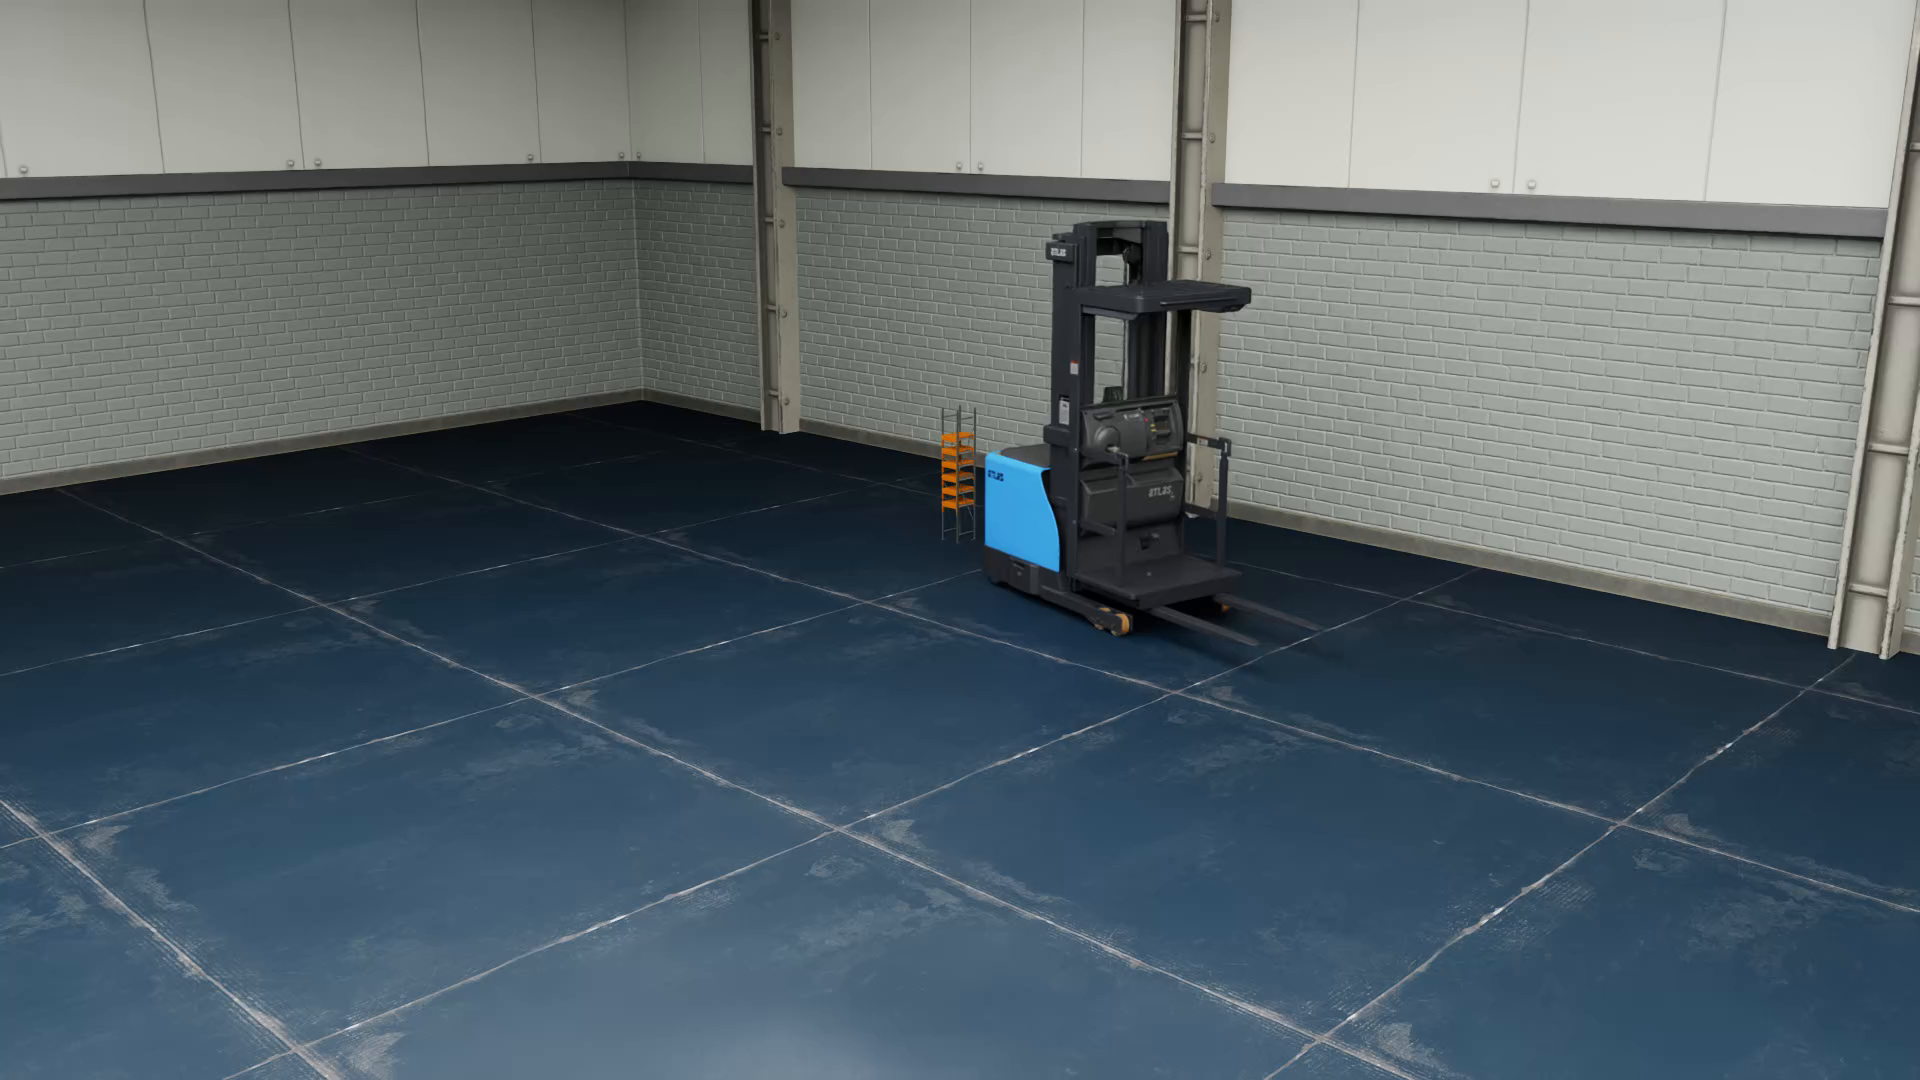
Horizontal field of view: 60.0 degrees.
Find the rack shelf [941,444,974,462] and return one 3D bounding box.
[{"bbox_3d":[-0.010,-0.772,14.741,0.180,0.103,0.258,14,20,42],"label":"rack shelf"}]

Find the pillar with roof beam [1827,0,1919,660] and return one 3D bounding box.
[{"bbox_3d":[3.500,-2.793,7.804,0.400,9.000,9.100,14,20,42],"label":"pillar with roof beam"}]

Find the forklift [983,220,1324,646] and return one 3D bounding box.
[{"bbox_3d":[1.428,-0.849,12.377,1.130,2.935,3.031,-10,17,-33],"label":"forklift"}]

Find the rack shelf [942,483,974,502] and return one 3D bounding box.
[{"bbox_3d":[-0.010,-0.424,14.832,0.180,0.103,0.258,14,20,42],"label":"rack shelf"}]

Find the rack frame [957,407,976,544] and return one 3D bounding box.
[{"bbox_3d":[0.055,-0.567,14.729,0.006,1.200,0.240,14,20,42],"label":"rack frame"}]

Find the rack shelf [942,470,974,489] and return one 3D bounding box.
[{"bbox_3d":[-0.010,-0.540,14.802,0.180,0.103,0.258,14,20,42],"label":"rack shelf"}]

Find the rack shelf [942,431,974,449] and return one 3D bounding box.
[{"bbox_3d":[-0.010,-0.889,14.711,0.180,0.103,0.258,14,20,42],"label":"rack shelf"}]

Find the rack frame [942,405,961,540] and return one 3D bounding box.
[{"bbox_3d":[-0.076,-0.599,14.852,0.006,1.200,0.240,14,20,42],"label":"rack frame"}]

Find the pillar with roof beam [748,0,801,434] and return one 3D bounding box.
[{"bbox_3d":[-5.139,-4.893,15.864,0.400,9.000,9.100,14,20,42],"label":"pillar with roof beam"}]

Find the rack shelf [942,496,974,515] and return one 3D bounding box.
[{"bbox_3d":[-0.010,-0.308,14.862,0.180,0.103,0.258,14,20,42],"label":"rack shelf"}]

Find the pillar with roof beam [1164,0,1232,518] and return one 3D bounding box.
[{"bbox_3d":[-0.819,-3.843,11.834,0.400,9.000,9.100,14,20,42],"label":"pillar with roof beam"}]

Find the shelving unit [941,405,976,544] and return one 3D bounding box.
[{"bbox_3d":[-0.010,-0.583,14.791,0.189,1.200,0.258,14,20,42],"label":"shelving unit"}]

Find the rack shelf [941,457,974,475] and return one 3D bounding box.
[{"bbox_3d":[-0.010,-0.656,14.771,0.180,0.103,0.258,14,20,42],"label":"rack shelf"}]
